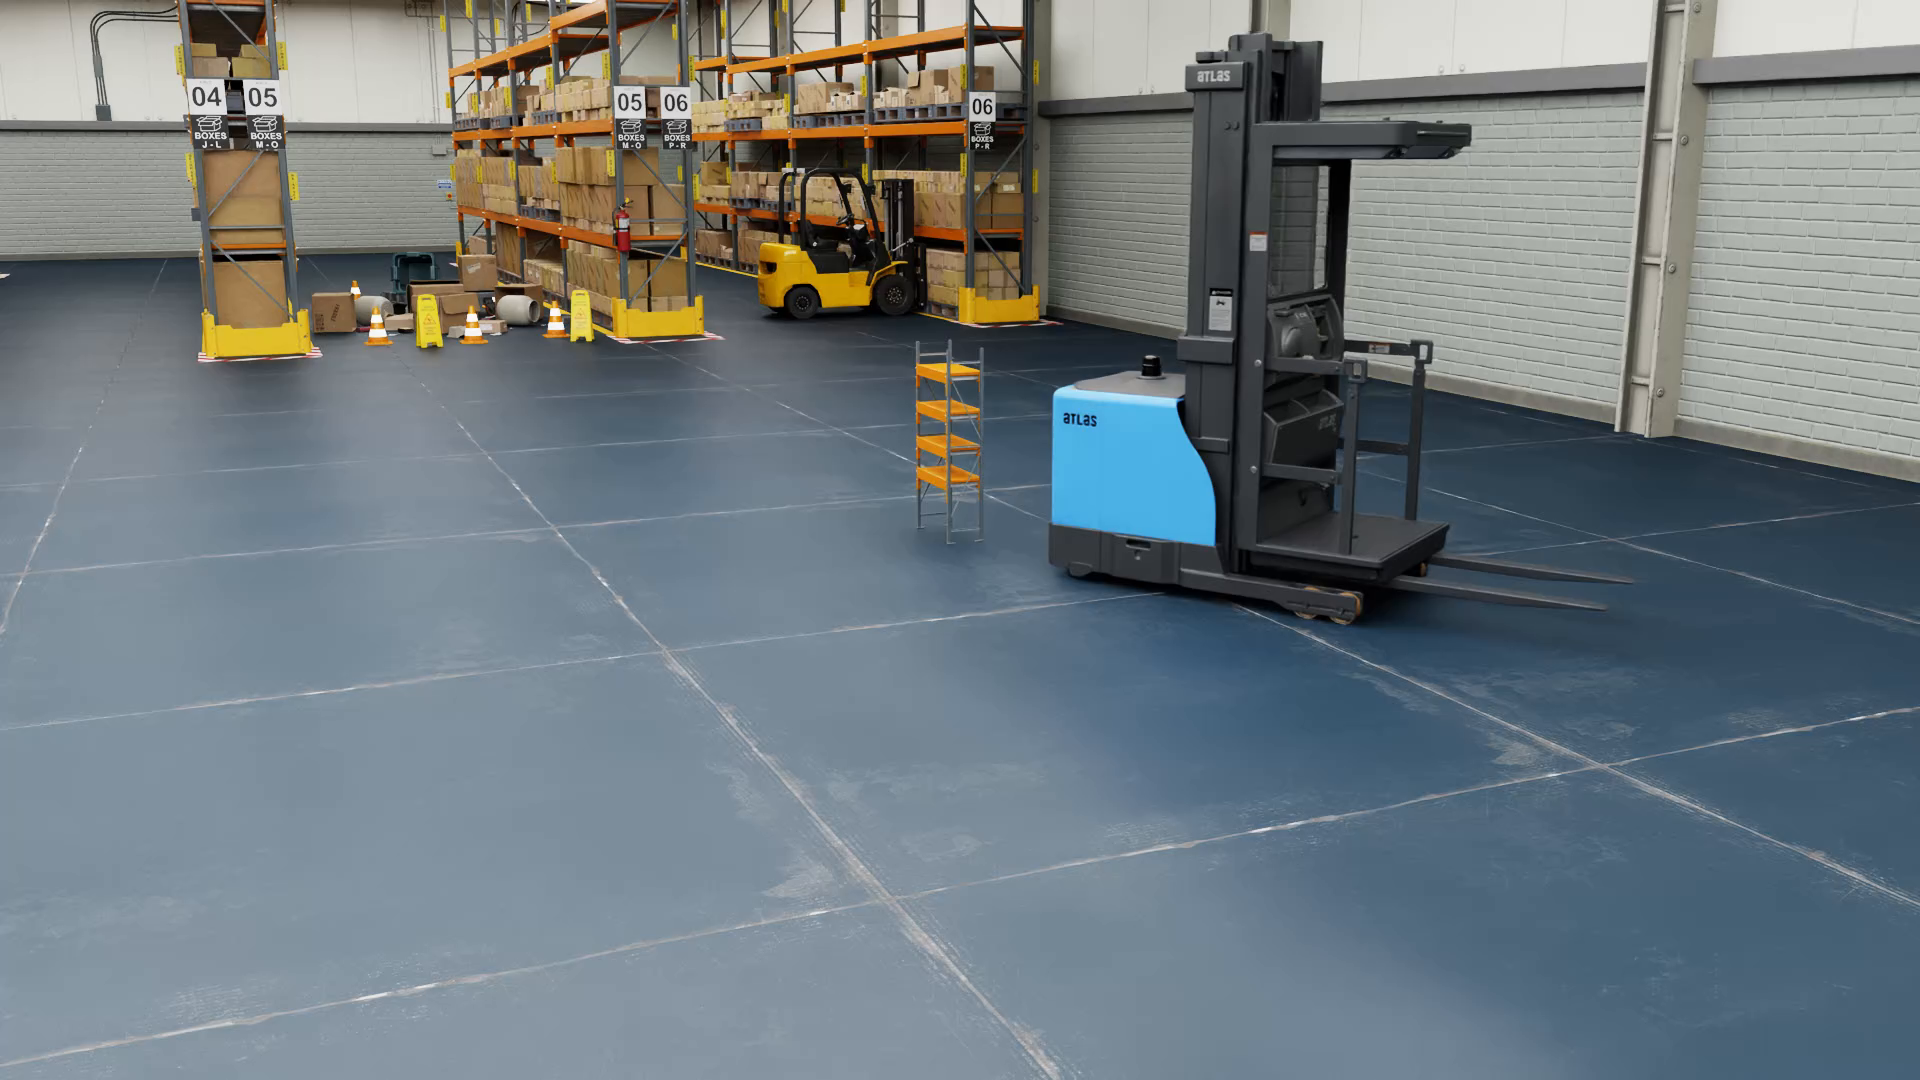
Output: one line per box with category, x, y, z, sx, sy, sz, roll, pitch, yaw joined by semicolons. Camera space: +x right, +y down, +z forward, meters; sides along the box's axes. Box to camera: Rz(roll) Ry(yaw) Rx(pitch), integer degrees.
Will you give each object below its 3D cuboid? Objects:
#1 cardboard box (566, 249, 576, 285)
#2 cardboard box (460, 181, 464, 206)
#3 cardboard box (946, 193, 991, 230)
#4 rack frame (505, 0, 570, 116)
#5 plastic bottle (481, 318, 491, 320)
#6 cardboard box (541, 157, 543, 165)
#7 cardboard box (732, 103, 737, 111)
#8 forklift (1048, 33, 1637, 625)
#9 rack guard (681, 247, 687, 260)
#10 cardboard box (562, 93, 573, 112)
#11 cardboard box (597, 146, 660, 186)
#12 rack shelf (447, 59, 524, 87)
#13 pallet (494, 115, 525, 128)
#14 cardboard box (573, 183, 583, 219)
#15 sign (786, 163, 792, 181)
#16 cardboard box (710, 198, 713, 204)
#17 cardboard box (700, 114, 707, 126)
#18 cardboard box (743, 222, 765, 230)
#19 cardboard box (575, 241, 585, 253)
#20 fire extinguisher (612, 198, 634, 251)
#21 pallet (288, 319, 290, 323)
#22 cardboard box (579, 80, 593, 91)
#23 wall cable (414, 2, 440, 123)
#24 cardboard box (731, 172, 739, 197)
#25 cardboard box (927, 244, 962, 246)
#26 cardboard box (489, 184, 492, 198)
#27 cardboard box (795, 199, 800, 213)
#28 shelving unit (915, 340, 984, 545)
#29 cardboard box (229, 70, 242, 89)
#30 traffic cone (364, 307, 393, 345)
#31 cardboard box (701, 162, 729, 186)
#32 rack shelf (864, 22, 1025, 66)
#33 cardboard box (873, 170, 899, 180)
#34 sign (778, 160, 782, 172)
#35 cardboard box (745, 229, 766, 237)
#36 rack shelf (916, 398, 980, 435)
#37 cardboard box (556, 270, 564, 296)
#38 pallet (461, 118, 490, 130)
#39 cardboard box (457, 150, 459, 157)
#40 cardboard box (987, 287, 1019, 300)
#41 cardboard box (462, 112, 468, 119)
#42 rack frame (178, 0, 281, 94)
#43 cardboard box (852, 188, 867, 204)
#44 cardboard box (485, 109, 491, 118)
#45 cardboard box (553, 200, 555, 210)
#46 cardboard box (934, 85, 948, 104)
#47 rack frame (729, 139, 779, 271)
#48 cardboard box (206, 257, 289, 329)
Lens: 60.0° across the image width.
cardboard box;-5.603;-4.099;24.933;0.500;0.500;0.500;-5;14;-20
cardboard box;-10.242;-7.316;35.107;0.500;0.500;0.500;-6;14;-24
cardboard box;0.119;-4.765;24.083;0.500;0.500;0.500;-6;14;-24
rack frame;-7.194;-8.764;28.281;1.000;3.000;0.127;-6;14;-23
plastic bottle;-6.793;-3.148;23.835;0.133;0.061;0.283;-3;13;-13
cardboard box;-7.168;-6.502;29.370;0.500;0.500;0.500;-6;14;-25
cardboard box;-4.360;-8.704;33.419;0.380;0.149;0.250;-5;14;-22
forklift;2.013;-1.131;8.757;3.031;2.935;1.130;9;16;33
rack guard;-5.822;-6.710;38.254;1.175;0.500;0.348;-6;14;-23
cardboard box;-5.451;-6.327;24.076;0.500;0.250;0.500;-6;14;-23
cardboard box;-4.394;-4.955;22.030;0.700;0.500;0.500;-6;14;-24
rack shelf;-9.598;-9.459;33.764;1.077;0.370;4.000;-6;14;-23
pallet;-7.501;-7.339;29.195;1.213;0.211;1.003;-5;14;-20
cardboard box;-5.260;-4.886;23.949;0.500;0.500;0.500;-6;14;-23
sign;-3.141;-6.765;30.557;0.100;0.325;0.005;-6;14;-23
cardboard box;-5.211;-7.358;36.068;0.380;0.149;0.250;-6;14;-23
cardboard box;-5.281;-9.046;35.822;0.500;0.250;0.500;-6;14;-24
cardboard box;-4.202;-6.417;33.960;0.380;0.149;0.250;-6;14;-26
cardboard box;-5.400;-4.278;24.267;0.380;0.149;0.250;-5;14;-21
fire extinguisher;-4.366;-4.086;21.543;0.296;0.674;0.183;-6;14;-23
pallet;-9.362;-2.772;21.880;1.003;0.211;1.213;-6;14;-23
cardboard box;-5.041;-6.273;22.959;0.380;0.149;0.250;-5;14;-22
wall cable;-12.936;-11.567;40.391;0.463;3.000;0.029;-6;14;-23
cardboard box;-4.261;-7.250;33.891;0.700;0.500;0.500;-5;14;-22
cardboard box;-0.264;-4.523;26.211;0.500;0.250;0.500;-6;14;-23
cardboard box;-8.644;-6.617;31.532;0.500;0.250;0.500;-5;14;-22
cardboard box;-2.694;-6.104;30.424;0.500;0.250;0.500;-6;14;-23
shelving unit;-0.066;-0.619;10.382;0.258;1.200;0.503;-6;14;-23
cardboard box;-9.452;-6.151;22.161;0.500;0.250;0.500;-6;14;-23
traffic cone;-7.396;-2.723;21.109;0.336;0.463;0.334;-6;14;-23
cardboard box;-5.316;-7.953;36.089;0.500;0.500;0.500;-5;14;-22
rack shelf;-0.244;-7.429;24.992;1.077;0.370;4.000;-6;14;-23
cardboard box;-1.190;-5.881;26.809;0.380;0.149;0.250;-5;14;-22
sign;-3.743;-7.732;34.558;0.100;0.325;0.005;-6;14;-23
cardboard box;-4.168;-6.272;33.989;0.380;0.149;0.250;-6;14;-25
rack shelf;-0.066;-0.771;10.347;0.258;0.148;0.480;-6;14;-23
cardboard box;-5.804;-4.048;26.103;0.950;0.372;0.625;-5;14;-22
pallet;-9.600;-8.508;34.022;1.003;0.211;1.213;-6;14;-23
cardboard box;-10.510;-8.248;35.477;0.380;0.149;0.250;-5;14;-22
cardboard box;0.539;-3.622;24.534;0.500;0.250;0.500;-6;14;-23
cardboard box;-10.174;-8.841;34.670;0.380;0.149;0.250;-5;14;-21
rack frame;-8.485;-6.644;19.118;1.000;3.000;0.127;-6;14;-23
cardboard box;-1.476;-5.713;27.627;0.500;0.250;0.500;-6;14;-24
cardboard box;-8.610;-7.927;30.903;0.380;0.166;0.250;-7;15;-27
cardboard box;-6.141;-5.235;25.962;0.380;0.149;0.250;-6;14;-25
cardboard box;-0.155;-6.483;24.223;0.396;0.266;0.258;-6;14;-23
rack frame;-4.250;-7.117;34.469;1.000;3.000;0.127;-6;14;-23
cardboard box;-8.817;-3.025;20.566;0.875;0.875;0.875;-6;14;-23
